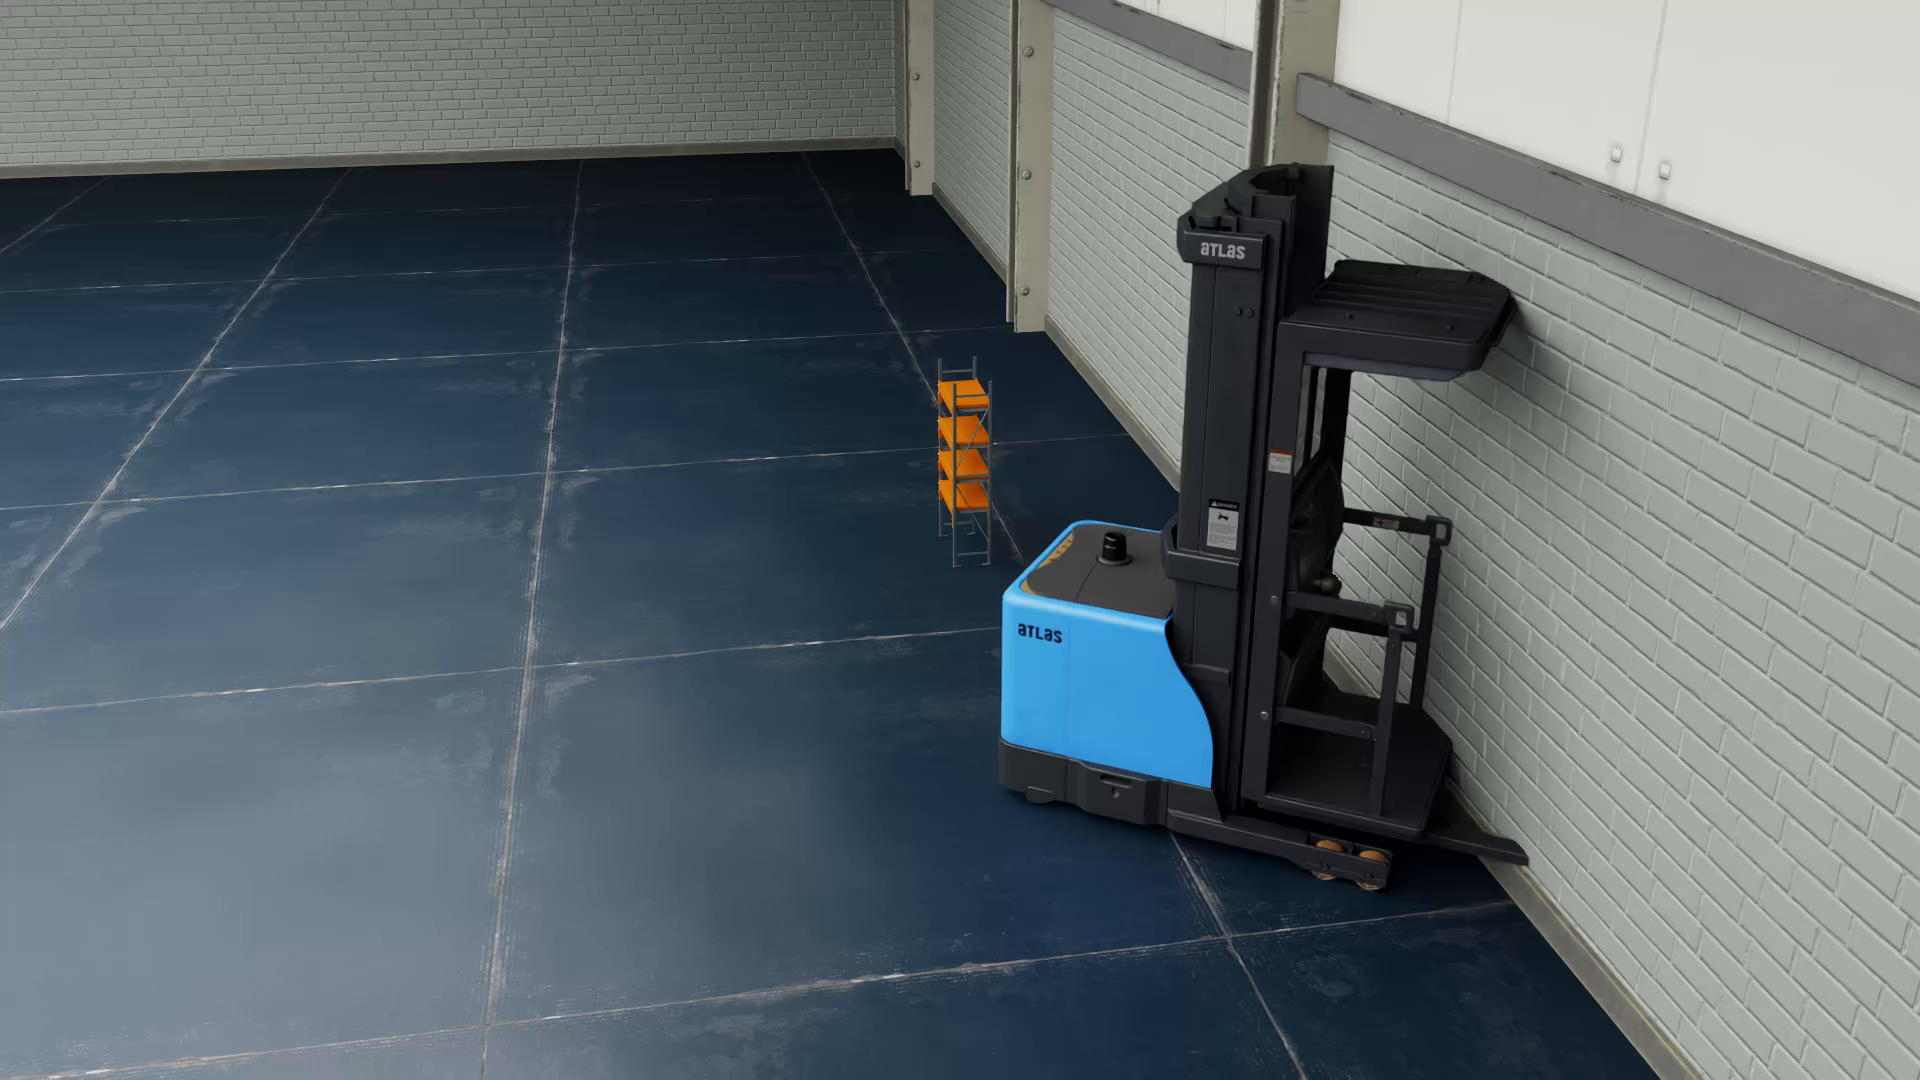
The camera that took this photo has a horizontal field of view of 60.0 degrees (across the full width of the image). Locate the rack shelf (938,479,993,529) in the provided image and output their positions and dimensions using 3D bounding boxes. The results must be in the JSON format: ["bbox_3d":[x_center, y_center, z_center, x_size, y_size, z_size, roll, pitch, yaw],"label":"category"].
[{"bbox_3d":[0.031,-0.241,10.467,0.258,0.148,0.480,-4,24,-10],"label":"rack shelf"}]

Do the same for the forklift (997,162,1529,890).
[{"bbox_3d":[1.742,-0.059,7.223,3.031,2.935,1.130,10,26,22],"label":"forklift"}]

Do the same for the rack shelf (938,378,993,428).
[{"bbox_3d":[0.031,-0.845,10.204,0.258,0.148,0.480,-4,24,-10],"label":"rack shelf"}]

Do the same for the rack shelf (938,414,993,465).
[{"bbox_3d":[0.031,-0.628,10.298,0.258,0.148,0.480,-4,24,-10],"label":"rack shelf"}]

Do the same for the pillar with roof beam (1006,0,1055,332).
[{"bbox_3d":[-3.615,-5.774,12.726,9.100,9.000,0.400,-4,24,-10],"label":"pillar with roof beam"}]

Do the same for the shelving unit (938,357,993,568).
[{"bbox_3d":[0.031,-0.485,10.361,0.258,1.200,0.503,-4,24,-10],"label":"shelving unit"}]

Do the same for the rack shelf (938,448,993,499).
[{"bbox_3d":[0.031,-0.423,10.388,0.258,0.148,0.480,-4,24,-10],"label":"rack shelf"}]

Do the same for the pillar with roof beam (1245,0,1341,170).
[{"bbox_3d":[-2.506,-3.414,7.323,9.100,9.000,0.400,-4,24,-10],"label":"pillar with roof beam"}]

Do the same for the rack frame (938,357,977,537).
[{"bbox_3d":[-0.015,-0.581,10.581,0.240,1.200,0.015,-4,24,-10],"label":"rack frame"}]

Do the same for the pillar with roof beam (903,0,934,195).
[{"bbox_3d":[-4.725,-8.134,18.130,9.100,9.000,0.400,-4,24,-10],"label":"pillar with roof beam"}]

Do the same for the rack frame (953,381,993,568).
[{"bbox_3d":[0.076,-0.389,10.141,0.240,1.200,0.015,-4,24,-10],"label":"rack frame"}]
